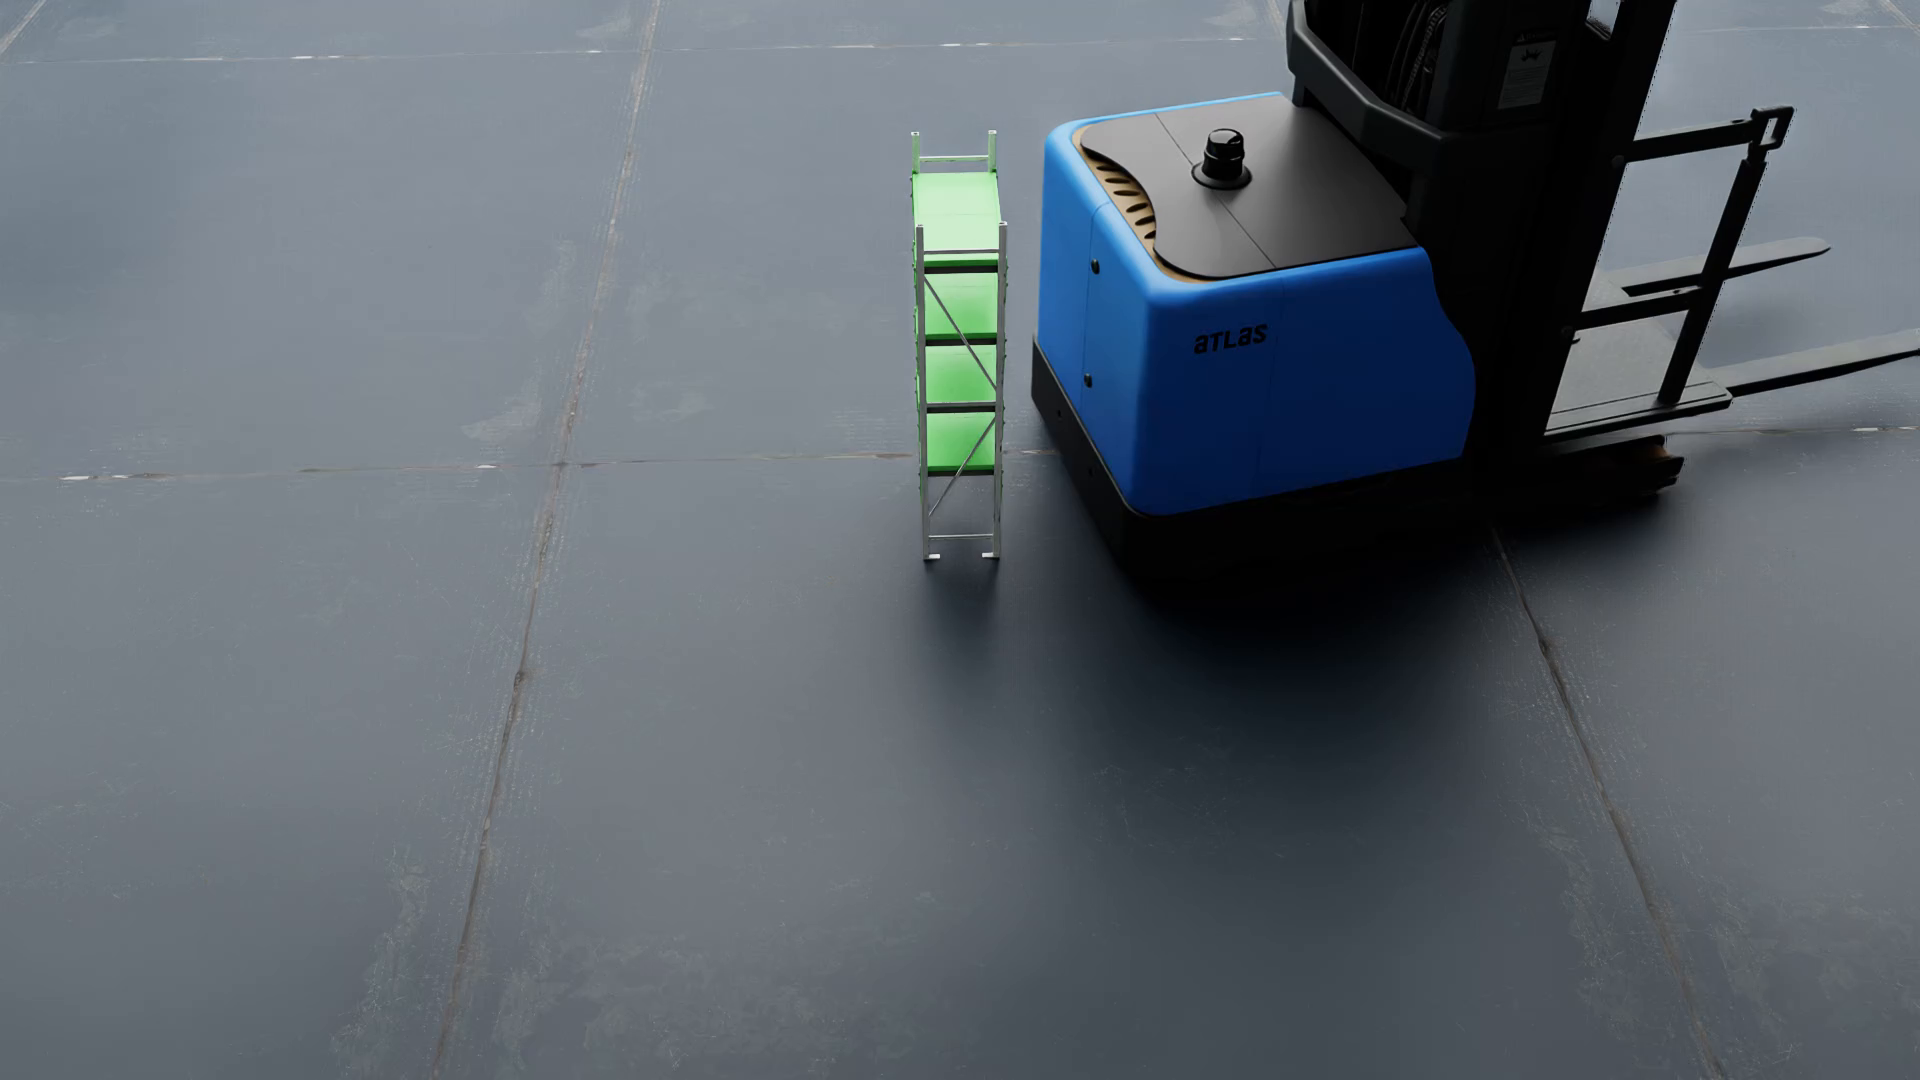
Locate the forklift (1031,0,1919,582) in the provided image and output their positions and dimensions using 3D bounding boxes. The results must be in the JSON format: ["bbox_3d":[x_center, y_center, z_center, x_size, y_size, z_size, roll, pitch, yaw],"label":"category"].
[{"bbox_3d":[1.818,-1.521,4.740,3.031,2.935,1.130,-11,44,-12],"label":"forklift"}]

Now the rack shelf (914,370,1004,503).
[{"bbox_3d":[-0.007,-0.330,5.172,0.258,0.148,0.480,-2,43,-2],"label":"rack shelf"}]

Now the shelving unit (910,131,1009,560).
[{"bbox_3d":[-0.007,-0.554,4.966,0.258,1.200,0.503,-2,43,-2],"label":"shelving unit"}]

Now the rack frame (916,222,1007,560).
[{"bbox_3d":[0.003,-0.389,4.787,0.240,1.200,0.015,-2,43,-2],"label":"rack frame"}]

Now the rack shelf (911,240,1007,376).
[{"bbox_3d":[-0.007,-0.684,4.848,0.258,0.148,0.480,-2,43,-2],"label":"rack shelf"}]

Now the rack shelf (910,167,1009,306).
[{"bbox_3d":[-0.007,-0.861,4.685,0.258,0.148,0.480,-2,43,-2],"label":"rack shelf"}]

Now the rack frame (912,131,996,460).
[{"bbox_3d":[-0.017,-0.719,5.146,0.240,1.200,0.015,-2,43,-2],"label":"rack frame"}]

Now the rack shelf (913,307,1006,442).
[{"bbox_3d":[-0.007,-0.507,5.010,0.258,0.148,0.480,-2,43,-2],"label":"rack shelf"}]
